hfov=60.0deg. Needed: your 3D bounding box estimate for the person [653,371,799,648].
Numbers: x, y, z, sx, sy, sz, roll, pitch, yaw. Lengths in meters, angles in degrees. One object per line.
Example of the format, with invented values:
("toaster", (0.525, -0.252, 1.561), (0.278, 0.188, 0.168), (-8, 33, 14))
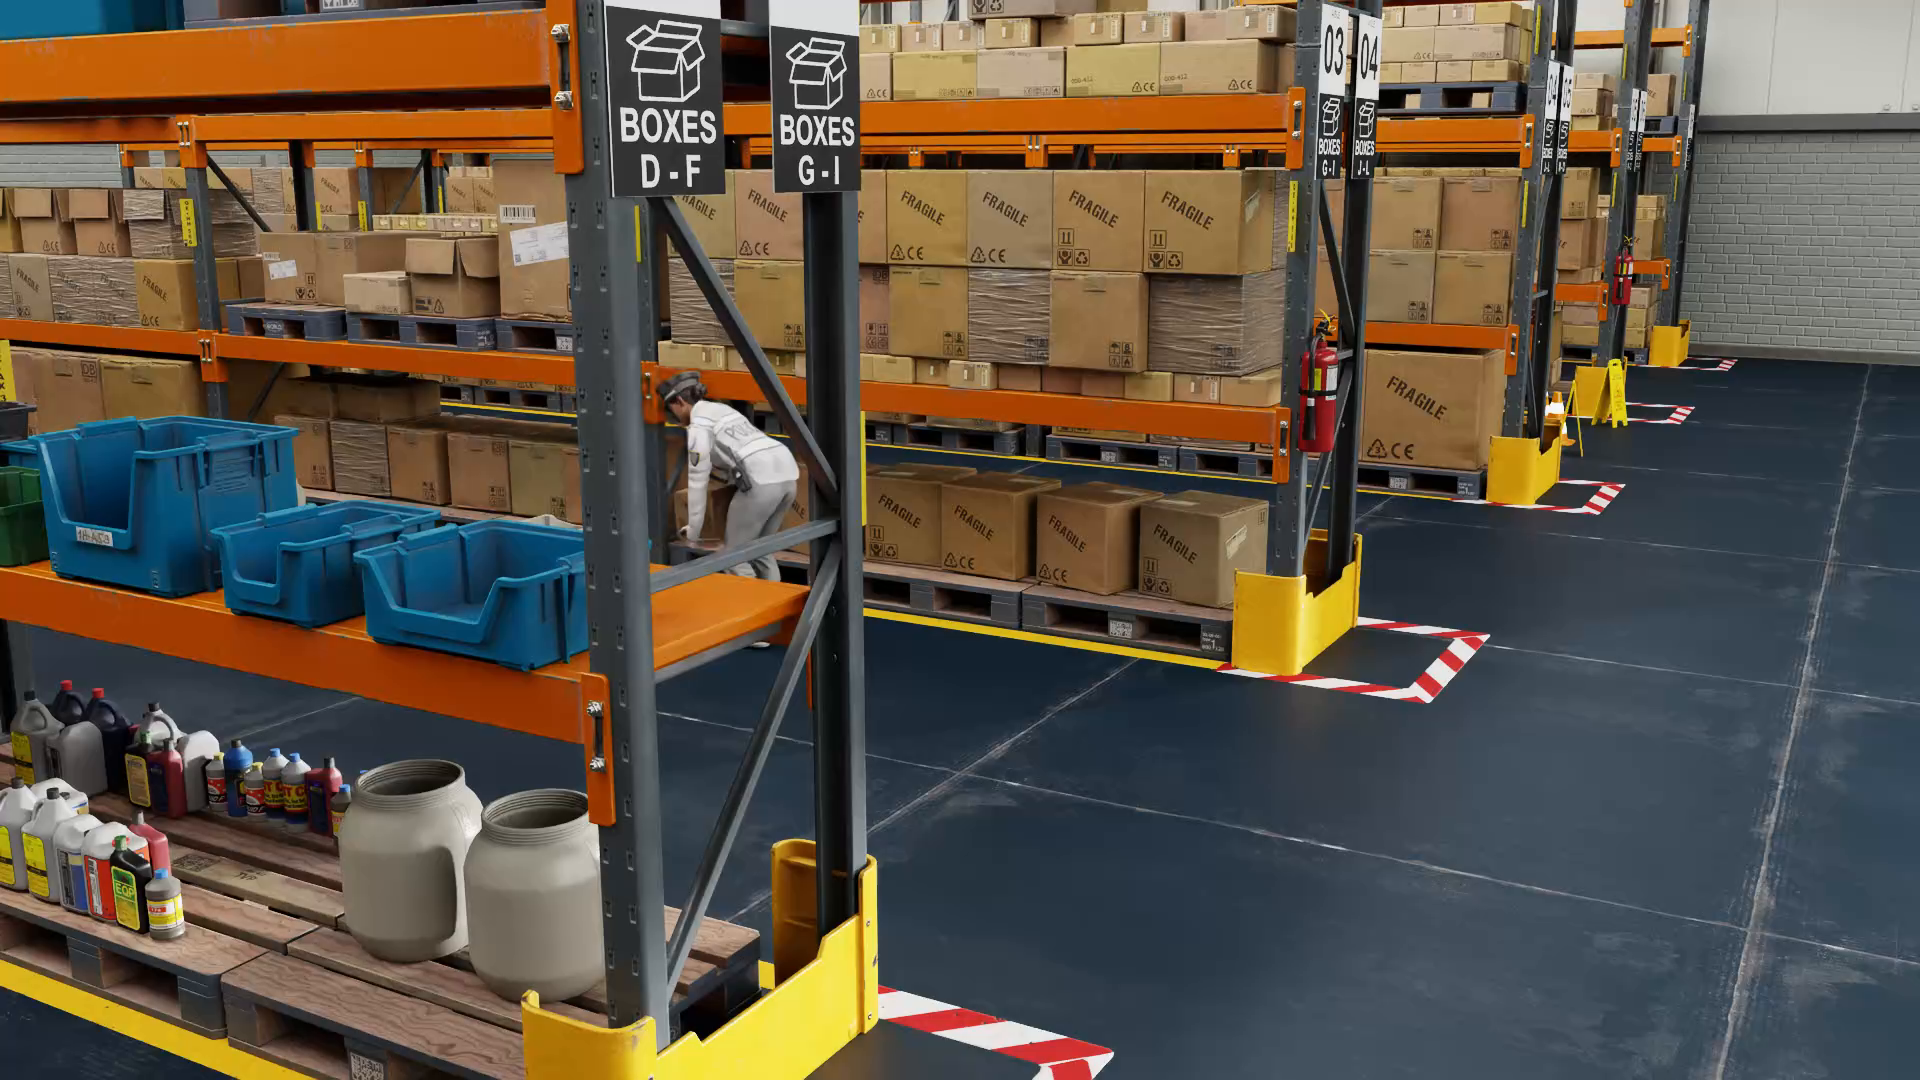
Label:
("person", (-1.238, -0.173, 8.796), (0.814, 1.428, 0.404), (7, 14, 27))
